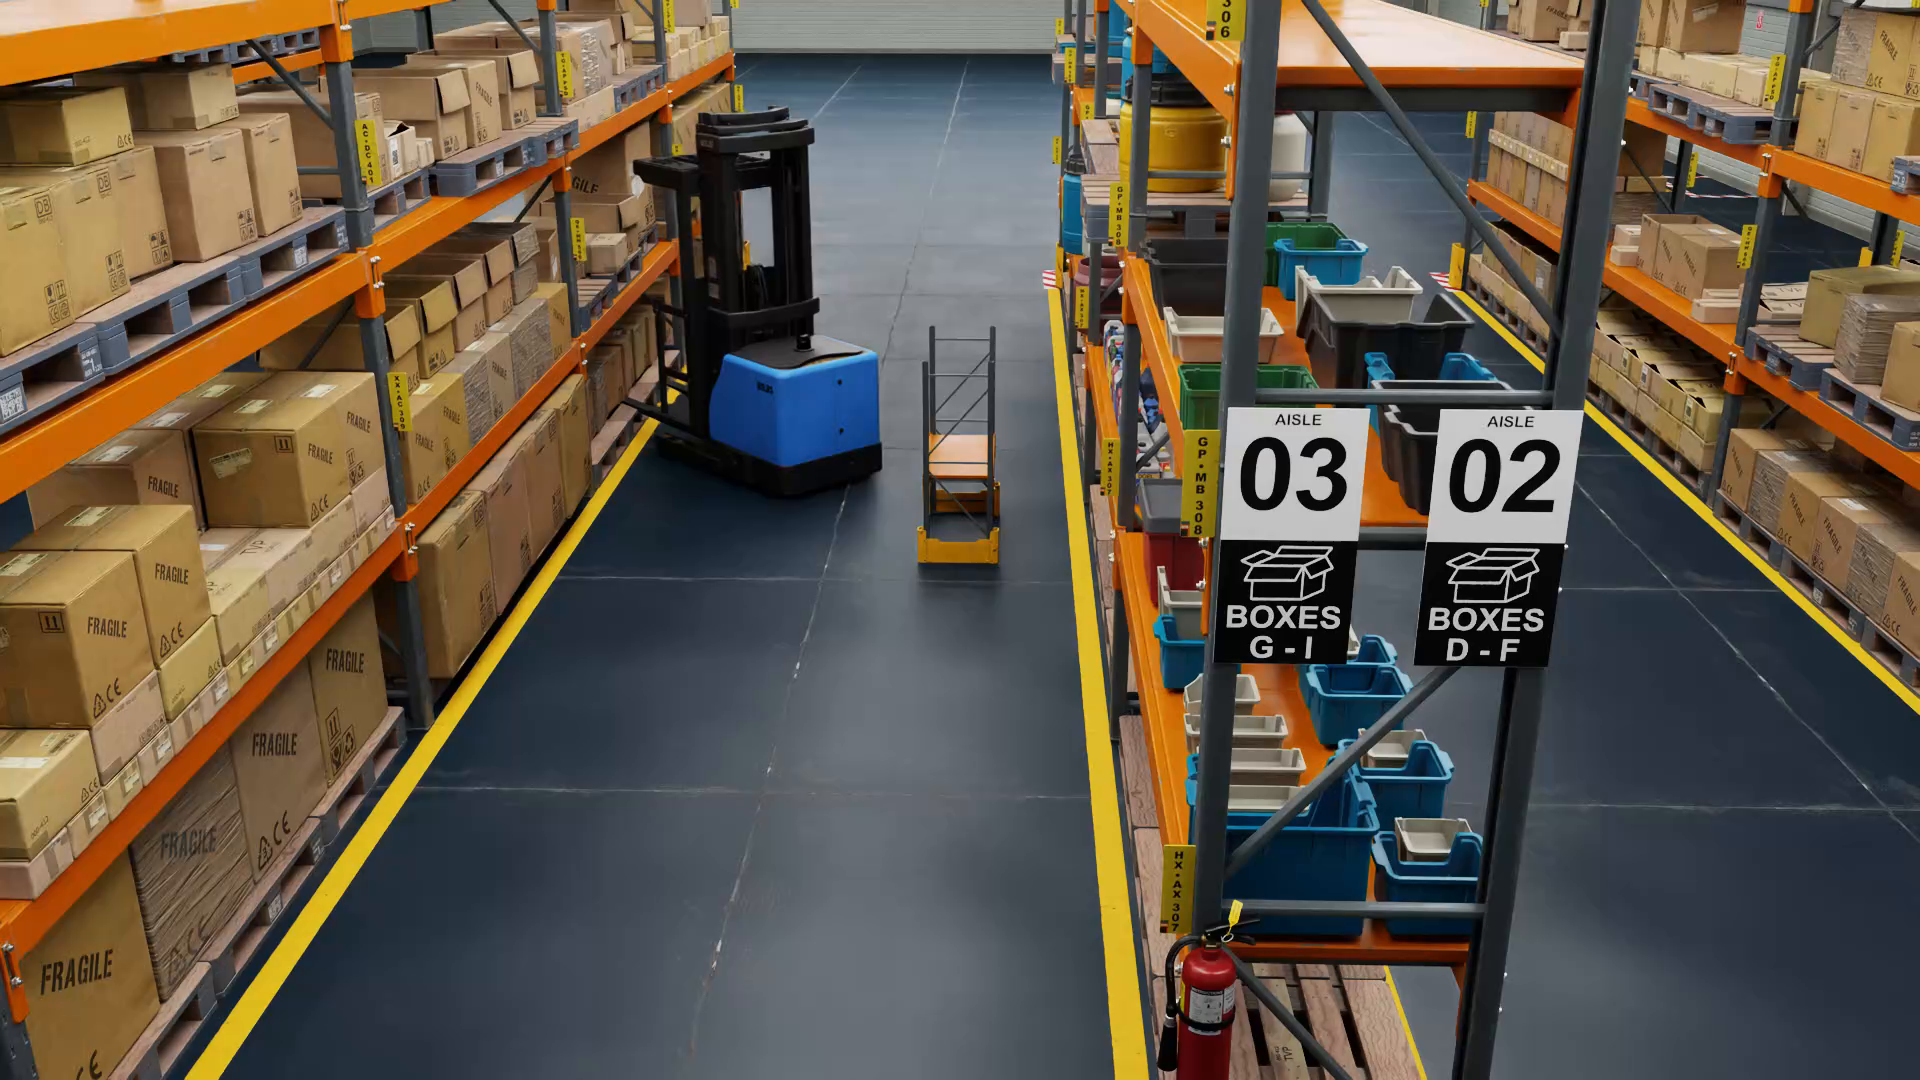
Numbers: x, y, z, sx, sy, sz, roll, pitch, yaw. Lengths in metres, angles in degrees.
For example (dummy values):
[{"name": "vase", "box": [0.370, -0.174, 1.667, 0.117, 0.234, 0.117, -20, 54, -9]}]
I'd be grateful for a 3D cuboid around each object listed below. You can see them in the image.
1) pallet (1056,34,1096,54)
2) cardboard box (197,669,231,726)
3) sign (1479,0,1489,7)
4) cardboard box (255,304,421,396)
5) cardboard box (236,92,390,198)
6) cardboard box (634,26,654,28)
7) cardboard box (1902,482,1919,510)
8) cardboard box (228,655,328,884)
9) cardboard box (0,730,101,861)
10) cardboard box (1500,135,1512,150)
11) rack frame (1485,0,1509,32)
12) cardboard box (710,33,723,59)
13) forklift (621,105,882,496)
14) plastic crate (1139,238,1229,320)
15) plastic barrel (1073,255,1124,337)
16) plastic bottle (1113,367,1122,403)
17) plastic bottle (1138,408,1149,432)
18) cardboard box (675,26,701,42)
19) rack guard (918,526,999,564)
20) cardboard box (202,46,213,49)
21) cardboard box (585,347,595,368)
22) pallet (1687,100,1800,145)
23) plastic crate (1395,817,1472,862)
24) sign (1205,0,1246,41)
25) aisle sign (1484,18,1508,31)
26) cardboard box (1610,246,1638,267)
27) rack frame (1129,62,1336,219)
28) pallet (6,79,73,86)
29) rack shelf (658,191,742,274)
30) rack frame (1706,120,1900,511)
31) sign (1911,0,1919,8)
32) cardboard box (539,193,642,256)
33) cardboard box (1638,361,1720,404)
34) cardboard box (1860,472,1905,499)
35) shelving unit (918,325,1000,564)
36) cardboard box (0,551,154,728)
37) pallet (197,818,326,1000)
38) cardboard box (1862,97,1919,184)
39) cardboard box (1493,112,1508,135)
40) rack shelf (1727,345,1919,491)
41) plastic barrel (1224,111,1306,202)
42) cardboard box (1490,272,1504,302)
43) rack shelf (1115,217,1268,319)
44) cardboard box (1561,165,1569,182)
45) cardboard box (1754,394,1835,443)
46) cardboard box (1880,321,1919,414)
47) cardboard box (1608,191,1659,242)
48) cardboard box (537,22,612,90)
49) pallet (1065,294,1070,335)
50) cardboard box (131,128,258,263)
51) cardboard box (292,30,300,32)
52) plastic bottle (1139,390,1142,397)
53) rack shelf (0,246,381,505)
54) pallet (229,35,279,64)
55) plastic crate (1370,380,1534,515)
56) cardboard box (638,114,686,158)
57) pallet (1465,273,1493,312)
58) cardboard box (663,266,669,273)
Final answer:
[{"name": "pallet", "box": [1.607, -5.608, 18.951, 1.003, 0.211, 1.213, 1, 21, 2]}, {"name": "cardboard box", "box": [-3.331, 0.662, 7.024, 0.380, 0.149, 0.250, 0, 21, 1]}, {"name": "sign", "box": [6.126, -6.391, 19.390, 0.100, 0.325, 0.005, 1, 21, 2]}, {"name": "cardboard box", "box": [-3.575, -1.057, 9.582, 0.797, 0.503, 0.637, 0, 21, 0]}, {"name": "cardboard box", "box": [-3.579, -2.162, 9.090, 0.700, 0.500, 0.500, 1, 21, 3]}, {"name": "cardboard box", "box": [-3.495, -5.507, 18.086, 0.380, 0.149, 0.250, 0, 21, 1]}, {"name": "cardboard box", "box": [6.619, -0.306, 10.982, 0.500, 0.250, 0.500, 0, 21, 1]}, {"name": "cardboard box", "box": [-3.714, 1.046, 8.043, 0.875, 0.875, 0.875, 1, 21, 2]}, {"name": "cardboard box", "box": [-3.423, 0.895, 5.871, 0.500, 0.250, 0.500, 0, 21, 0]}, {"name": "cardboard box", "box": [6.439, -4.564, 19.110, 0.380, 0.149, 0.250, 1, 21, 2]}, {"name": "rack frame", "box": [6.680, -7.337, 18.999, 1.000, 3.000, 0.127, 1, 21, 2]}, {"name": "cardboard box", "box": [-2.994, -5.621, 18.931, 0.500, 0.250, 0.500, 1, 21, 2]}, {"name": "forklift", "box": [-2.002, -2.175, 14.083, 1.130, 2.935, 3.031, -18, 27, -38]}, {"name": "plastic crate", "box": [1.053, -1.149, 7.377, 0.497, 0.269, 0.590, 1, 21, 2]}, {"name": "plastic barrel", "box": [1.197, -1.938, 13.189, 0.600, 0.536, 0.708, 1, 21, 2]}, {"name": "plastic bottle", "box": [1.084, -1.032, 11.219, 0.097, 0.271, 0.097, 0, 21, 0]}, {"name": "plastic bottle", "box": [1.071, -0.637, 10.092, 0.144, 0.351, 0.185, 1, 21, 2]}, {"name": "cardboard box", "box": [-3.019, -5.492, 18.047, 0.380, 0.149, 0.250, 0, 21, -1]}, {"name": "rack guard", "box": [-0.013, 0.036, 12.091, 0.587, 0.250, 0.087, 1, 21, 2]}, {"name": "cardboard box", "box": [-7.932, -5.131, 17.088, 0.380, 0.149, 0.250, 1, 21, 2]}, {"name": "cardboard box", "box": [-3.468, -1.582, 14.270, 0.500, 0.250, 0.500, 3, 21, 8]}, {"name": "pallet", "box": [6.368, -3.204, 12.755, 1.213, 0.211, 1.003, 2, 21, 4]}, {"name": "plastic crate", "box": [1.672, 1.083, 5.872, 0.250, 0.136, 0.298, 1, 21, 2]}, {"name": "sign", "box": [0.692, -1.458, 4.292, 0.100, 0.325, 0.005, 1, 21, 2]}, {"name": "aisle sign", "box": [6.376, -5.779, 19.683, 0.394, 0.787, 0.004, 1, 21, 2]}, {"name": "cardboard box", "box": [6.327, -2.659, 15.582, 0.380, 0.149, 0.250, 1, 21, 2]}, {"name": "rack frame", "box": [1.364, -3.054, 7.960, 1.000, 3.000, 0.127, 1, 21, 2]}, {"name": "pallet", "box": [-8.422, -3.797, 14.283, 1.003, 0.211, 1.213, 2, 21, 4]}, {"name": "rack shelf", "box": [-3.282, -3.592, 18.635, 1.077, 0.370, 4.000, 1, 21, 2]}, {"name": "rack frame", "box": [6.437, -1.648, 12.629, 1.000, 3.000, 0.127, 1, 21, 2]}, {"name": "sign", "box": [11.090, -6.299, 19.261, 0.100, 0.325, 0.005, 1, 21, 2]}, {"name": "cardboard box", "box": [-3.303, -2.821, 14.928, 0.797, 0.503, 0.637, 3, 21, 7]}, {"name": "cardboard box", "box": [6.234, -1.386, 14.399, 0.500, 0.311, 0.500, 0, 21, 1]}, {"name": "cardboard box", "box": [6.627, -0.160, 11.641, 0.500, 0.500, 0.500, 0, 21, 0]}, {"name": "shelving unit", "box": [0.002, -0.727, 12.329, 0.587, 1.500, 1.083, 1, 21, 2]}, {"name": "cardboard box", "box": [-3.408, 0.365, 6.202, 0.500, 0.500, 0.500, 0, 21, 0]}, {"name": "pallet", "box": [-3.722, 1.705, 7.844, 1.003, 0.211, 1.213, 1, 21, 2]}, {"name": "cardboard box", "box": [6.426, -2.562, 10.701, 0.910, 0.500, 0.500, 1, 21, 2]}, {"name": "cardboard box", "box": [6.652, -5.004, 19.347, 0.700, 0.500, 0.500, 1, 21, 2]}, {"name": "rack shelf", "box": [6.376, -0.589, 10.895, 1.077, 0.370, 4.000, 1, 21, 2]}, {"name": "plastic barrel", "box": [1.631, -2.102, 8.886, 0.433, 0.535, 0.433, 0, 21, 0]}, {"name": "cardboard box", "box": [6.415, -2.901, 19.080, 0.500, 0.250, 0.500, 1, 21, 2]}, {"name": "rack shelf", "box": [1.425, -2.044, 10.497, 1.077, 0.370, 4.000, 1, 21, 2]}, {"name": "cardboard box", "box": [6.368, -3.728, 16.955, 0.380, 0.149, 0.250, 0, 21, 0]}, {"name": "cardboard box", "box": [6.747, -1.009, 13.429, 0.500, 0.311, 0.500, 1, 21, 3]}, {"name": "cardboard box", "box": [6.307, -1.083, 10.456, 0.700, 0.500, 0.500, -5, 22, -12]}, {"name": "cardboard box", "box": [6.566, -3.301, 16.752, 0.700, 0.500, 0.500, 0, 21, 0]}, {"name": "cardboard box", "box": [-3.166, -3.969, 13.634, 0.500, 0.500, 0.500, 0, 21, 0]}, {"name": "pallet", "box": [1.704, -2.534, 18.769, 1.003, 0.211, 1.213, 1, 21, 2]}, {"name": "cardboard box", "box": [-3.571, -1.521, 7.299, 0.700, 0.500, 0.500, 2, 21, 4]}, {"name": "cardboard box", "box": [-7.863, -5.958, 19.218, 0.380, 0.149, 0.250, 1, 21, 2]}, {"name": "plastic bottle", "box": [1.132, -0.880, 10.828, 0.097, 0.271, 0.097, 0, 21, 0]}, {"name": "rack shelf", "box": [-3.647, -0.652, 6.910, 1.077, 0.370, 4.000, 1, 21, 2]}, {"name": "pallet", "box": [-8.222, -5.388, 18.245, 1.003, 0.211, 1.213, 1, 21, 2]}, {"name": "plastic crate", "box": [1.533, -0.285, 5.150, 0.497, 0.269, 0.590, 1, 21, 2]}, {"name": "cardboard box", "box": [-3.075, -4.016, 16.800, 0.500, 0.500, 0.500, 1, 21, 2]}, {"name": "pallet", "box": [6.699, -2.963, 19.874, 1.003, 0.211, 1.213, 1, 21, 2]}, {"name": "cardboard box", "box": [-3.341, -2.812, 18.503, 0.500, 0.500, 0.500, -1, 21, -3]}]
